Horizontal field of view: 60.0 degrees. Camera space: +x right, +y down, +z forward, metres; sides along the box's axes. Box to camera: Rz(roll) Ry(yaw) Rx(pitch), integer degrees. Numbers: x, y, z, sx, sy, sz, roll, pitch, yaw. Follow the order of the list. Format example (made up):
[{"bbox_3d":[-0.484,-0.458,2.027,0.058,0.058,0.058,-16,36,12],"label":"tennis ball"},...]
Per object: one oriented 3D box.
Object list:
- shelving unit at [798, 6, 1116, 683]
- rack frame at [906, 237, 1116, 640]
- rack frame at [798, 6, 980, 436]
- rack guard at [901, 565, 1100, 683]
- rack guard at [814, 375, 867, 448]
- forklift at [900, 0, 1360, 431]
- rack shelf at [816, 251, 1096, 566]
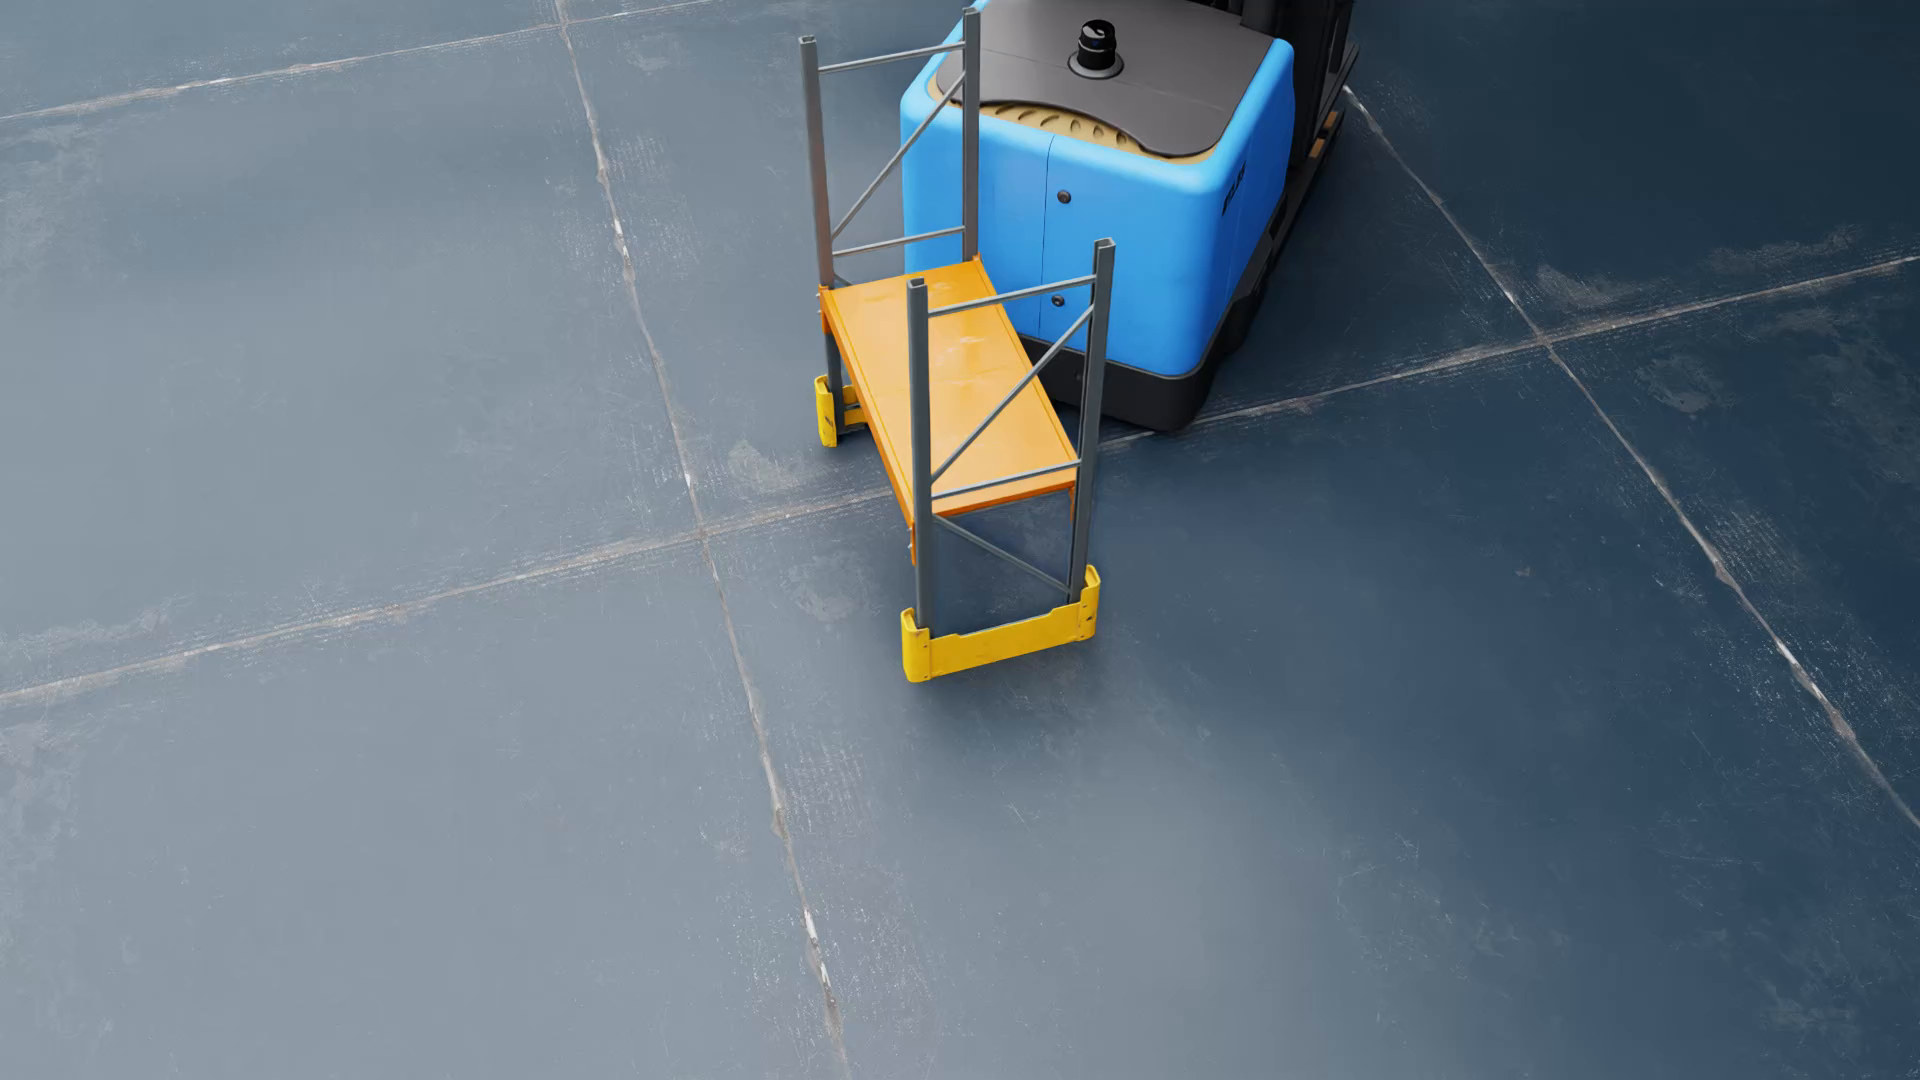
[{"bbox_3d":[-0.031,-0.520,4.707,0.587,1.500,1.083,-14,51,-11],"label":"shelving unit"},{"bbox_3d":[0.120,-0.156,4.400,0.500,1.500,0.032,-14,51,-11],"label":"rack frame"},{"bbox_3d":[-0.187,-0.897,5.025,0.500,1.500,0.032,-14,51,-11],"label":"rack frame"},{"bbox_3d":[0.119,0.246,4.879,0.587,0.250,0.087,-14,51,-11],"label":"rack guard"},{"bbox_3d":[-0.181,-0.480,5.491,0.587,0.250,0.087,-14,51,-11],"label":"rack guard"},{"bbox_3d":[0.854,-2.451,5.399,1.130,2.935,3.031,18,52,15],"label":"forklift"},{"bbox_3d":[-0.034,-0.410,4.850,0.538,0.185,1.000,-14,51,-11],"label":"rack shelf"}]
